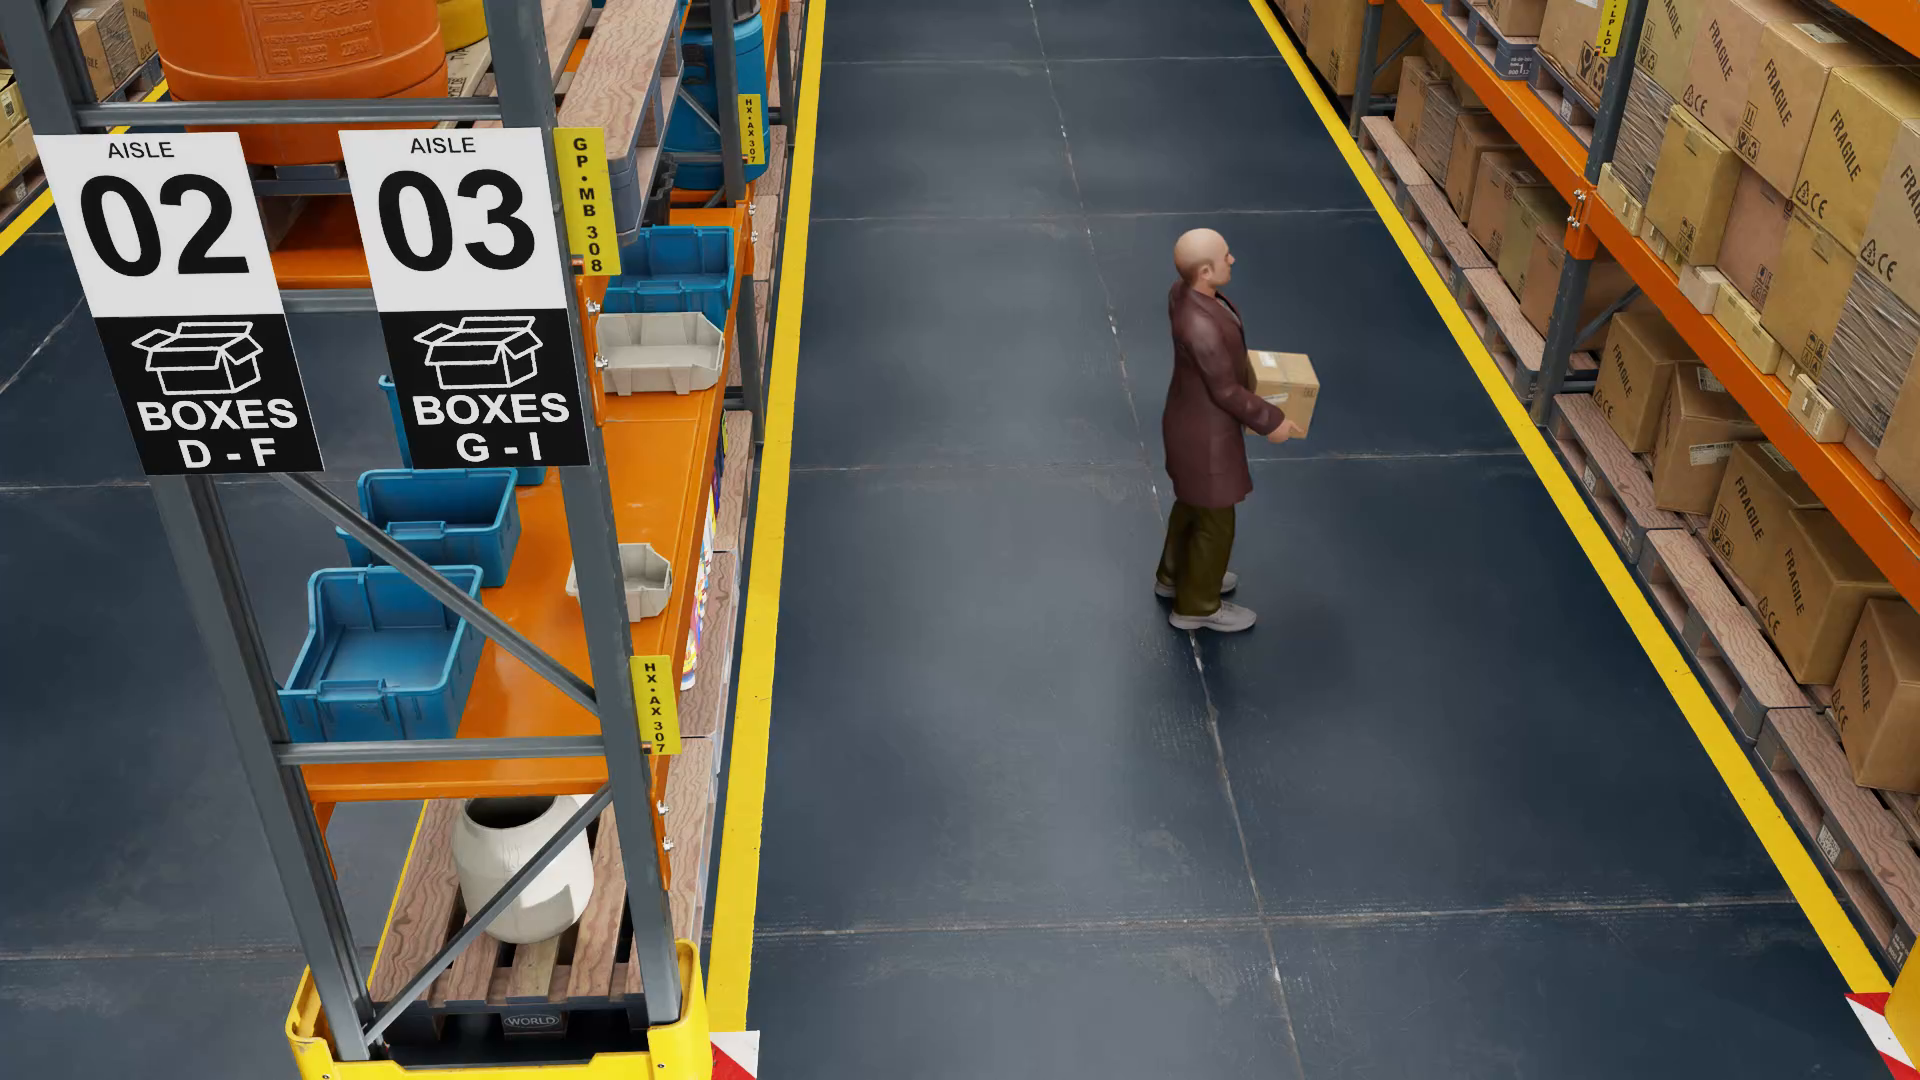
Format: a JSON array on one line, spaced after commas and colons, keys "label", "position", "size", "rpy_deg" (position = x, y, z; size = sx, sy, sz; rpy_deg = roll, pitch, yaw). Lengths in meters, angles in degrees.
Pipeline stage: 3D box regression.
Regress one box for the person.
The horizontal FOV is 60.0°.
[{"label": "person", "position": [1.089, -0.440, 6.794], "size": [0.553, 1.771, 0.527], "rpy_deg": [-1, 35, -2]}]
